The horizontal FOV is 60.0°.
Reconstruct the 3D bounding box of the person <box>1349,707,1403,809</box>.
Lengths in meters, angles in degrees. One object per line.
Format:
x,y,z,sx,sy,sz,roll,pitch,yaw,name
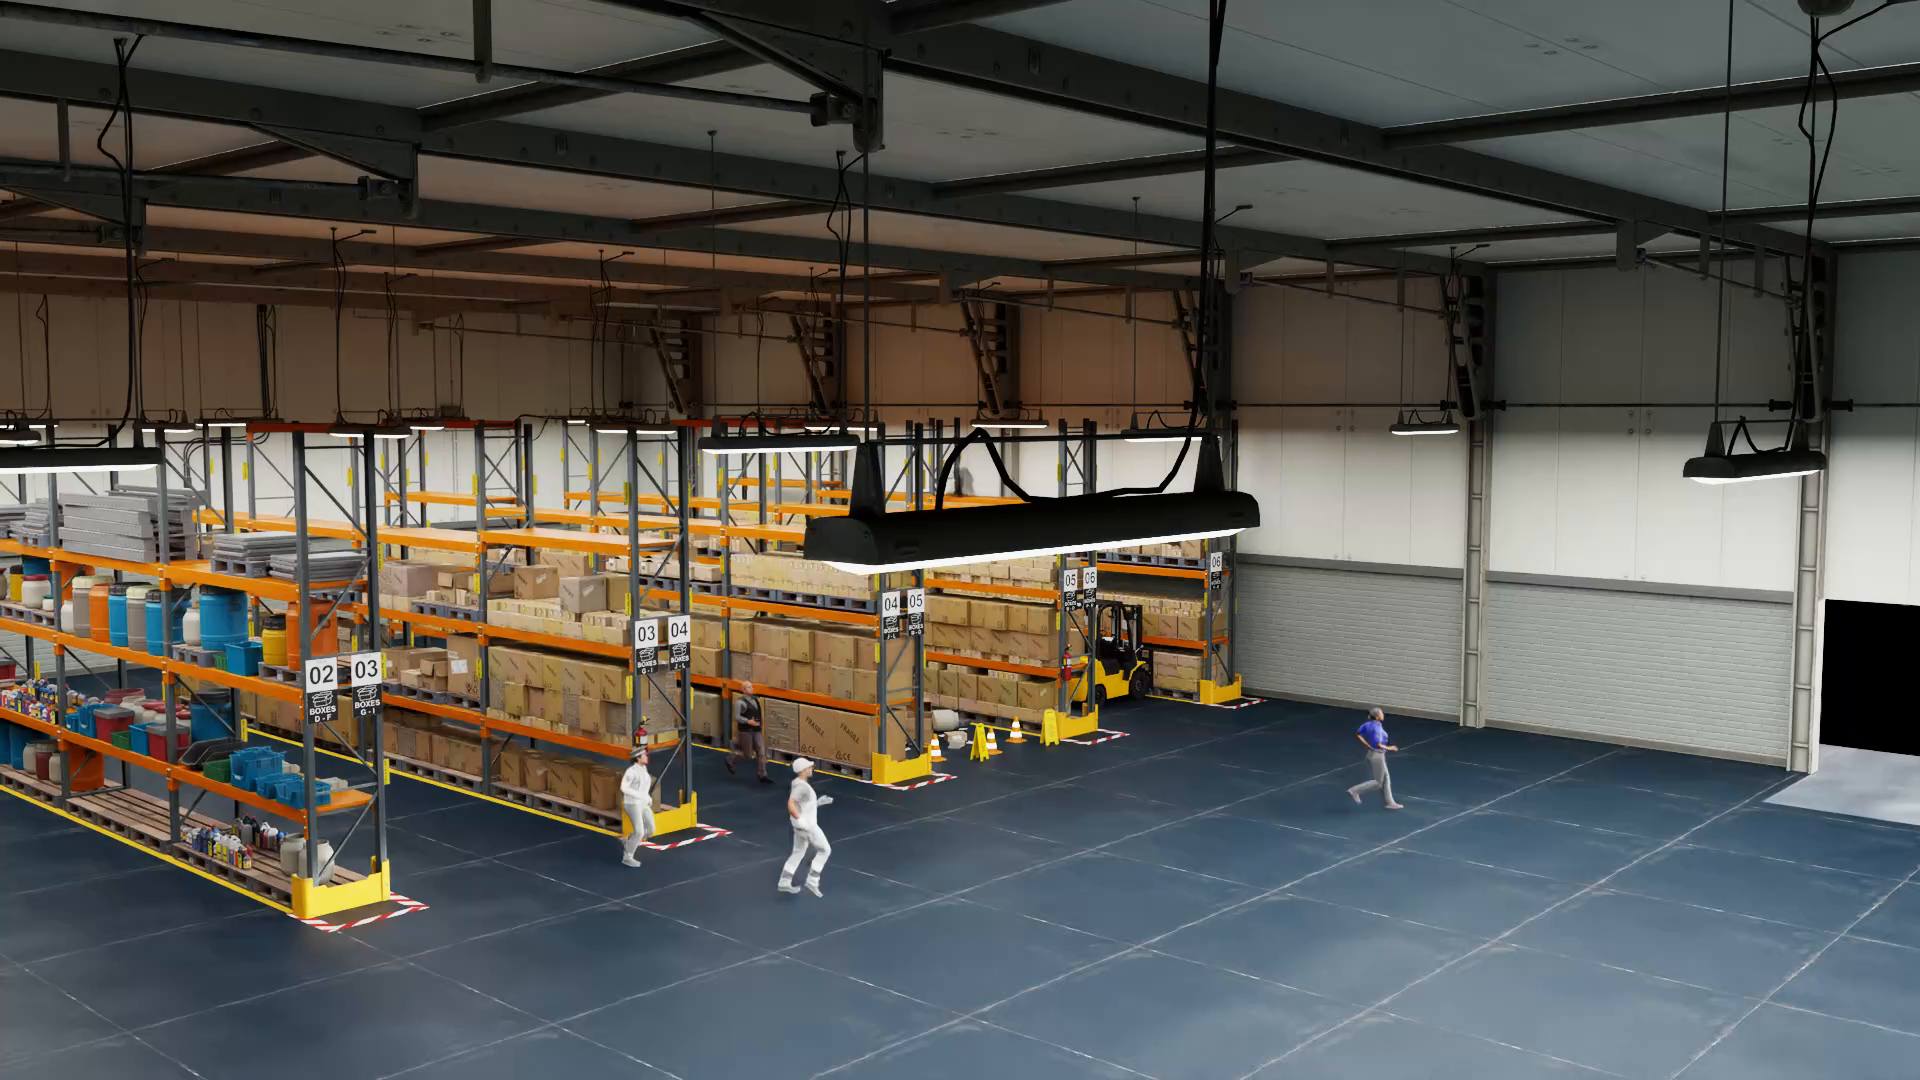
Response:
6.470,3.410,25.879,0.934,1.605,0.595,-1,5,-7,person

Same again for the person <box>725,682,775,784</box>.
-3.501,3.209,27.815,0.971,1.689,0.676,3,6,34,person

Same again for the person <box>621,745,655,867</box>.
-4.441,3.652,23.008,0.501,1.624,0.621,2,5,21,person

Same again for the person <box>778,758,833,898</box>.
-1.974,3.694,21.345,0.741,1.818,0.645,-2,5,-20,person
